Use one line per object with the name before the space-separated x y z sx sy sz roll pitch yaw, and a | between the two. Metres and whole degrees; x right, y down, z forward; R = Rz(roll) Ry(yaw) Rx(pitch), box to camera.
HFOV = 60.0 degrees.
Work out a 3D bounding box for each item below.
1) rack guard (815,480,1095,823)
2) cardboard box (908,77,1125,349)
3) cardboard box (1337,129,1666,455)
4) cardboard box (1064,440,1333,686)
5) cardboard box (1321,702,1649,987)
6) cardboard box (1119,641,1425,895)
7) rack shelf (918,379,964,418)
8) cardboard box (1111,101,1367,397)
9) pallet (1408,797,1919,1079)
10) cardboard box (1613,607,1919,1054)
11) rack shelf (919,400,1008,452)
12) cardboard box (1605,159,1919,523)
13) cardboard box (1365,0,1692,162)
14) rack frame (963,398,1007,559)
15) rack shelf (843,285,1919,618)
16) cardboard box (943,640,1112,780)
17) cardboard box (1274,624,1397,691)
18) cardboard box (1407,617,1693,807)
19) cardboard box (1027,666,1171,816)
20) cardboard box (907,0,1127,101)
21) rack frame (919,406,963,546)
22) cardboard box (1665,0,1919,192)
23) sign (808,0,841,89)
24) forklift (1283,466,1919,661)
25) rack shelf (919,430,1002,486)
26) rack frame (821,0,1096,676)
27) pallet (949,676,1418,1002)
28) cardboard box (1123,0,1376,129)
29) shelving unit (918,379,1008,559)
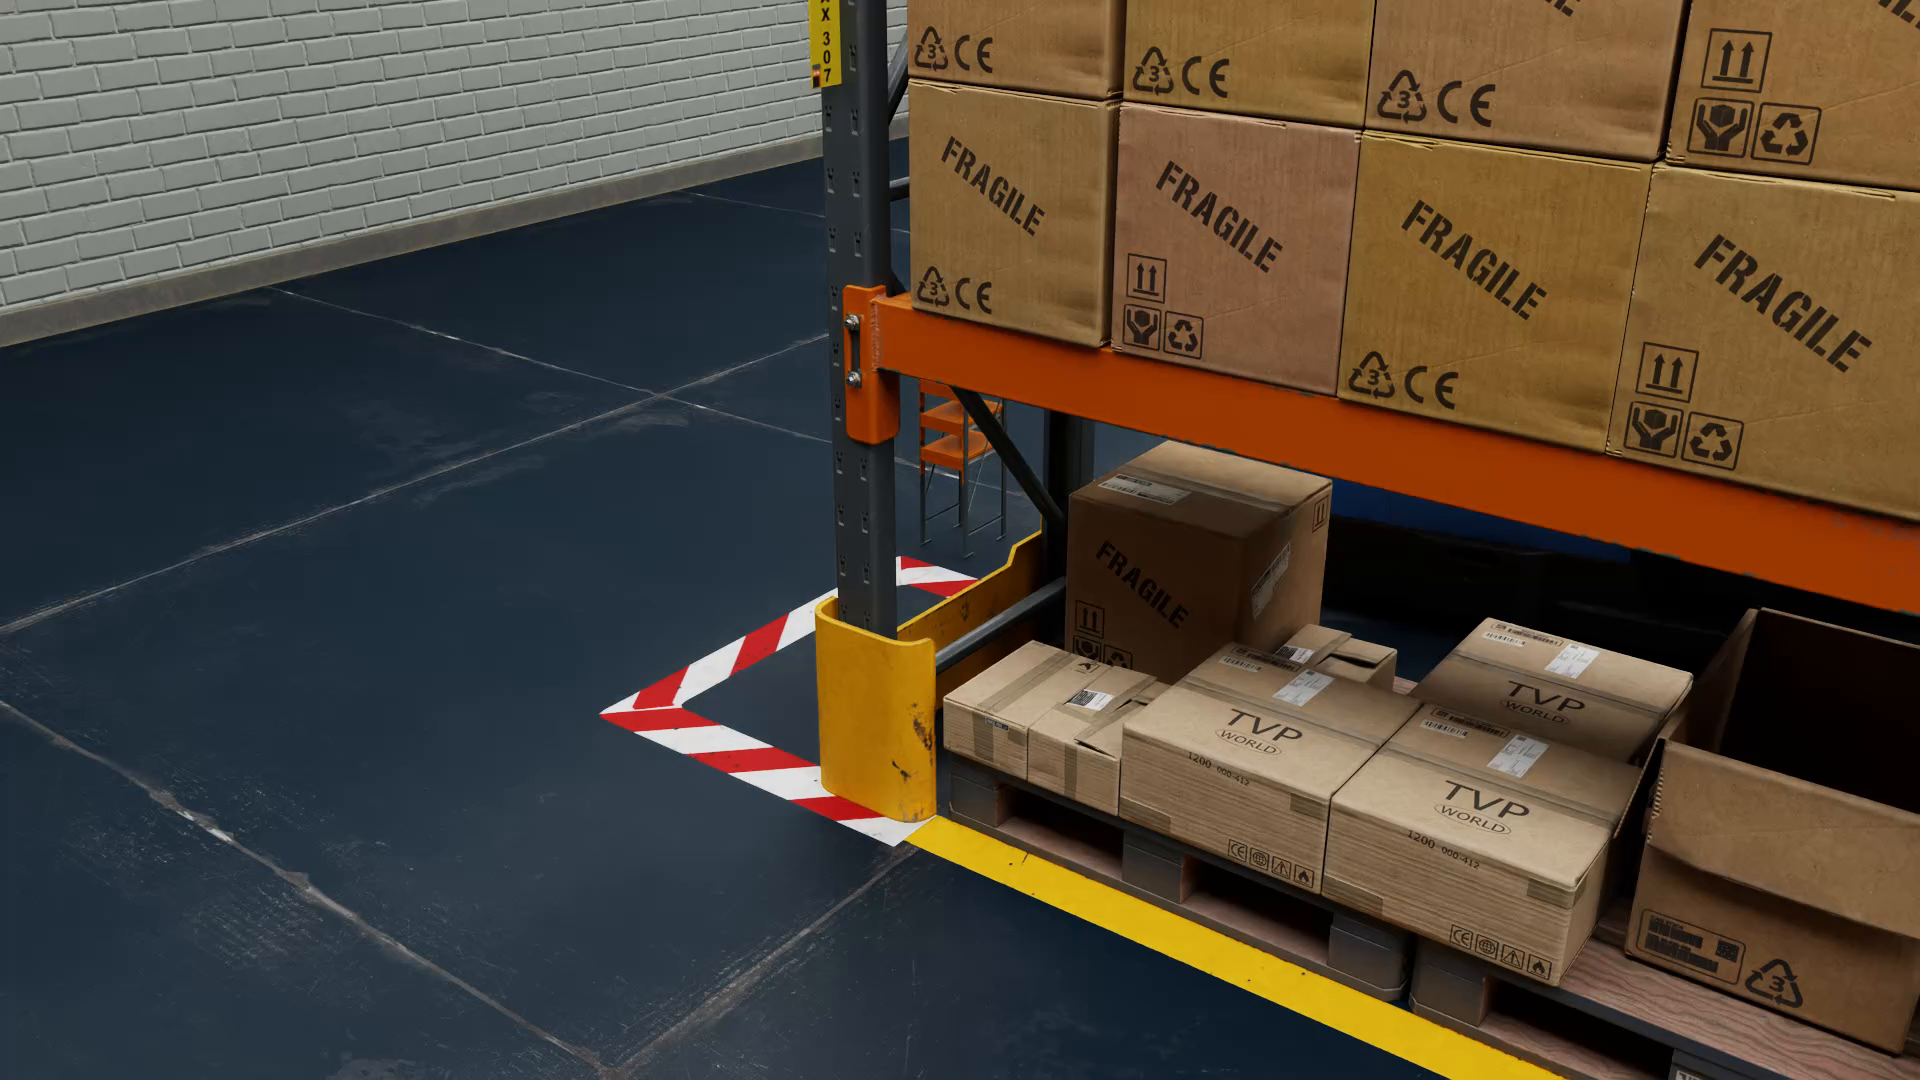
rack guard | 0.102 0.258 4.545 0.348 0.500 1.175 17 29 33
cardboard box | 0.238 -0.758 3.626 0.500 0.500 0.500 18 29 34
cardboard box | 1.054 -0.512 3.069 0.500 0.500 0.500 17 29 33
cardboard box | 0.624 0.090 4.380 0.500 0.500 0.500 17 29 33
cardboard box | 1.106 0.617 3.493 0.500 0.250 0.500 17 29 33
cardboard box | 0.706 0.497 3.767 0.500 0.250 0.500 17 29 33
rack shelf | 0.012 -0.505 5.518 0.180 0.103 0.258 17 29 33
cardboard box | 0.654 -0.635 3.346 0.500 0.500 0.500 16 29 33
pallet | 1.712 0.878 3.496 1.213 0.211 1.003 17 29 33
cardboard box | 1.735 0.551 3.329 0.637 0.503 0.797 17 29 33
rack shelf | 0.012 -0.395 5.566 0.180 0.103 0.258 17 29 33
cardboard box | 1.453 -0.391 2.793 0.500 0.500 0.500 17 29 34
cardboard box | 1.058 -0.969 2.864 0.500 0.500 0.500 17 29 34
rack frame | 0.085 -0.523 5.450 0.006 1.200 0.240 17 29 33
rack shelf | 1.641 -0.092 3.130 4.000 0.370 1.077 17 29 33
cardboard box | 0.170 0.411 4.087 0.250 0.149 0.380 17 29 33
cardboard box | 0.894 0.370 4.159 0.250 0.166 0.380 17 29 33
cardboard box | 1.366 0.444 3.887 0.500 0.250 0.500 17 29 33
cardboard box | 0.370 0.463 3.946 0.250 0.166 0.380 17 29 33
cardboard box | 0.238 -1.215 3.424 0.500 0.500 0.500 18 29 35
rack frame | -0.062 -0.568 5.550 0.006 1.200 0.240 17 29 33
cardboard box | 1.465 -0.846 2.586 0.500 0.500 0.500 17 29 33
sign | -0.285 -1.125 3.510 0.005 0.325 0.100 17 29 33
forklift | 2.563 -1.098 4.607 3.031 2.935 1.130 10 26 22
rack shelf | 0.012 -0.285 5.615 0.180 0.103 0.258 17 29 33
rack frame | 0.041 -0.904 4.082 0.127 3.000 1.000 17 29 33
pallet | 0.740 0.583 4.166 1.213 0.211 1.003 17 29 33
cardboard box | 0.661 -1.091 3.143 0.500 0.500 0.500 17 29 34
shelving unit | 0.012 -0.546 5.500 0.189 1.200 0.258 17 29 33
